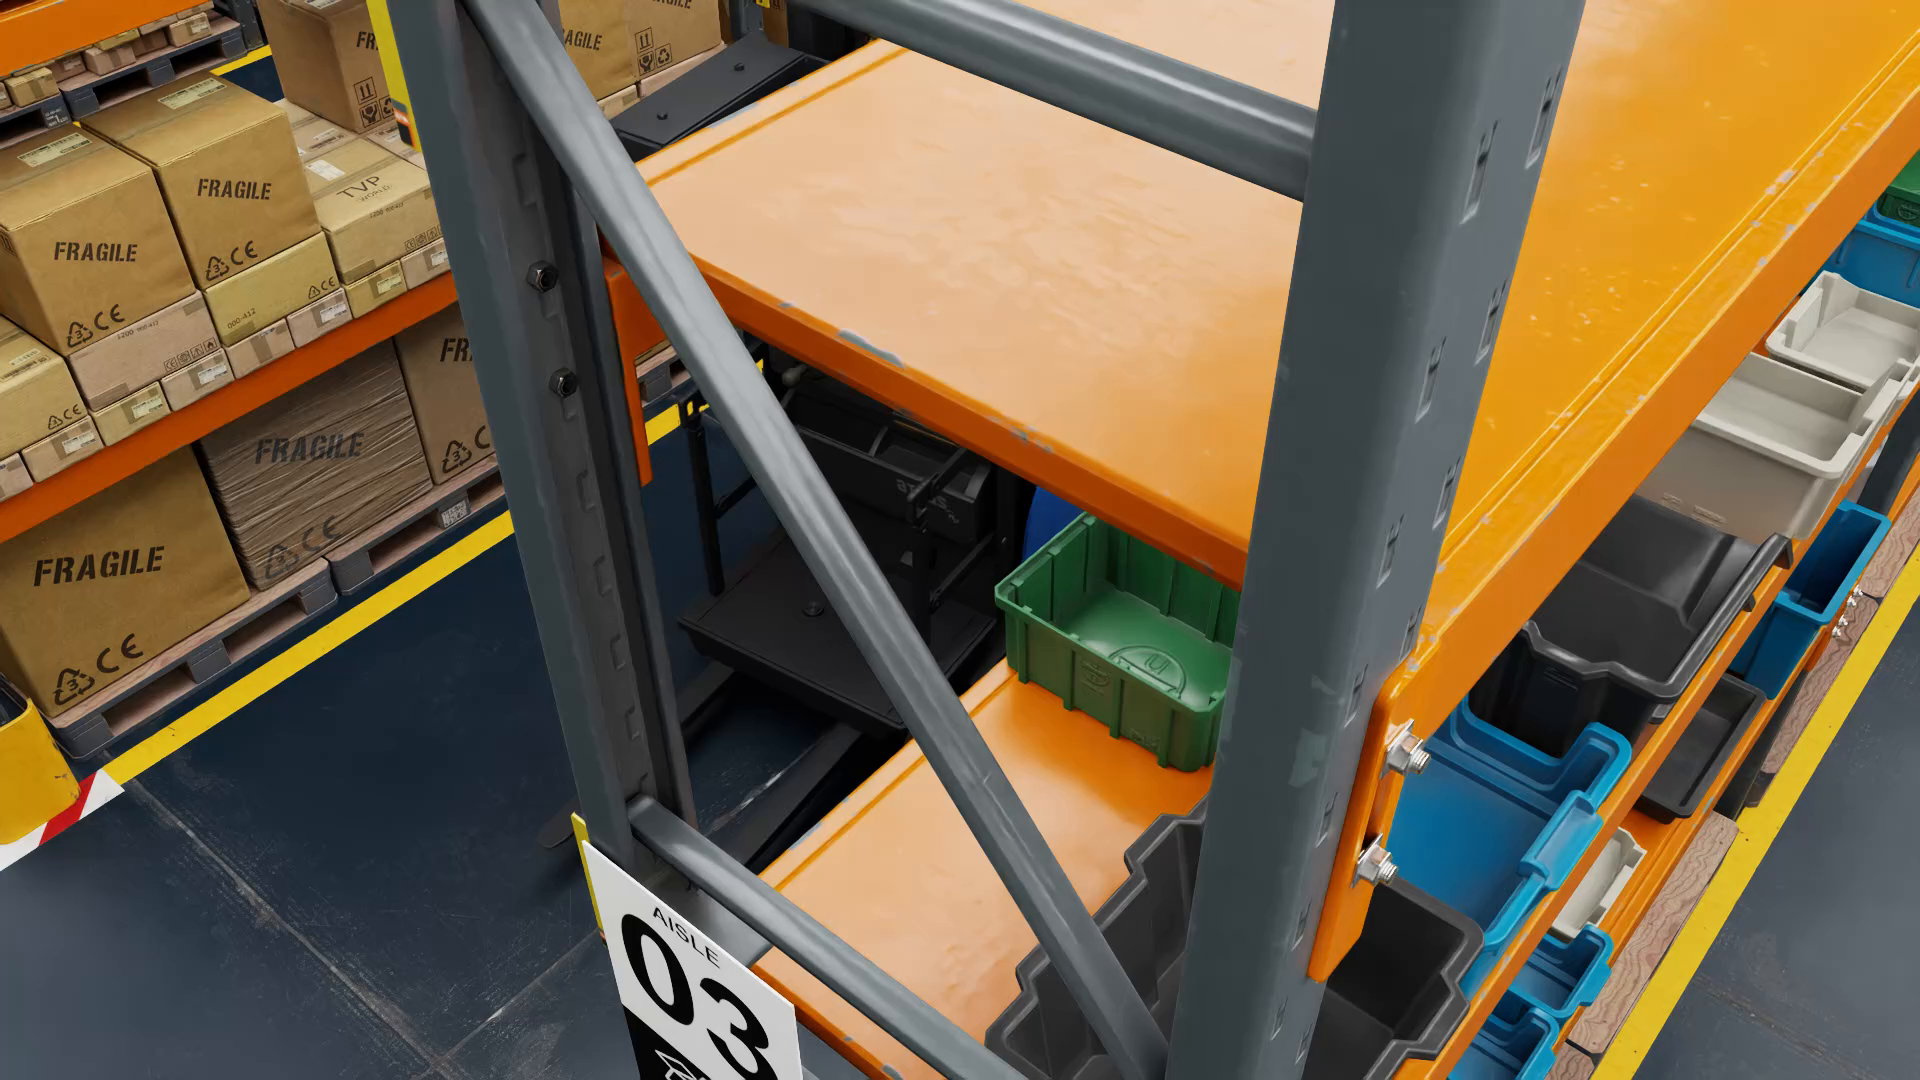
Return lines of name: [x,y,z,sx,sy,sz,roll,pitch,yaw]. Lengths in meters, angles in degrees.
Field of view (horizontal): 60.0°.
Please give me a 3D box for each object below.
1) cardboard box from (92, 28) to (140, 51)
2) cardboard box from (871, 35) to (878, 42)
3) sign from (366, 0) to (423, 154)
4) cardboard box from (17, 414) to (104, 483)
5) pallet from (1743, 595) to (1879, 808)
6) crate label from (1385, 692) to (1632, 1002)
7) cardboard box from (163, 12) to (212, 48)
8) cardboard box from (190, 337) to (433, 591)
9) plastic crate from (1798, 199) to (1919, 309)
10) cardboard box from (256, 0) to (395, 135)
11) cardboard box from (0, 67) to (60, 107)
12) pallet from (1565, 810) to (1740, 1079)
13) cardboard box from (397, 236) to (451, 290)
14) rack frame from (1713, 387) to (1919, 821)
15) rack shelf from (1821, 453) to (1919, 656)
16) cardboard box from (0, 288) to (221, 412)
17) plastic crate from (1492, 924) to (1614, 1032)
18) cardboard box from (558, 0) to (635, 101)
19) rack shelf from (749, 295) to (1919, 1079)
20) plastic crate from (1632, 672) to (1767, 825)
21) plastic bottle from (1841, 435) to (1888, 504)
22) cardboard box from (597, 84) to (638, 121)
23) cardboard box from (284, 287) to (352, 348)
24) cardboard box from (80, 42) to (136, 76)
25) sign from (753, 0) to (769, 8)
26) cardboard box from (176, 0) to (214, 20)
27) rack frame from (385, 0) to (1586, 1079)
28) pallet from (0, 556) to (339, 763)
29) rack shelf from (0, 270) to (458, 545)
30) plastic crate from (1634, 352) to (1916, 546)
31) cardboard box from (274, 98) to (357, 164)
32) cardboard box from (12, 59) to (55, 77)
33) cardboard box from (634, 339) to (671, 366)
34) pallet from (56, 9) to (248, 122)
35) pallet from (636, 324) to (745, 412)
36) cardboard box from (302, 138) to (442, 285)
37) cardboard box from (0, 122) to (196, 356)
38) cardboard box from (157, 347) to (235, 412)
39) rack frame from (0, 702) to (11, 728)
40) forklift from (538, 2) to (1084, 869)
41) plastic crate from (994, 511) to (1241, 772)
cardboard box: [-5.318,-3.191,10.298,0.380,0.149,0.250,28,49,27]
cardboard box: [-0.493,-2.796,8.203,0.500,0.500,0.500,30,50,29]
sign: [-0.518,-0.497,1.529,0.100,0.325,0.005,29,50,28]
cardboard box: [-3.232,-0.391,5.819,0.380,0.149,0.250,29,50,28]
pallet: [3.016,0.426,6.807,1.003,0.211,1.213,29,50,28]
crate label: [0.755,0.443,2.596,0.408,0.251,0.502,29,50,28]
cardboard box: [-5.026,-3.321,10.662,0.380,0.149,0.250,30,50,29]
cardboard box: [-2.941,-0.513,7.034,0.875,0.875,0.875,29,50,28]
plastic crate: [2.146,-0.667,3.831,0.416,0.233,0.300,29,50,28]
cardboard box: [-2.461,-2.047,6.787,0.500,0.500,0.500,28,49,27]
cardboard box: [-5.692,-2.788,10.076,0.380,0.149,0.250,29,50,28]
pallet: [2.044,1.201,5.955,1.003,0.211,1.213,29,50,28]
cardboard box: [-2.240,-1.187,6.694,0.380,0.149,0.250,30,50,29]
rack frame: [2.488,-0.226,5.452,1.000,3.000,0.127,29,50,28]
rack shelf: [3.775,-0.990,6.826,1.077,0.370,4.000,29,50,28]
cardboard box: [-3.032,-0.767,5.936,0.500,0.250,0.500,29,50,28]
plastic crate: [1.365,1.056,4.121,0.416,0.233,0.300,29,50,28]
cardboard box: [-1.720,-2.094,6.839,0.500,0.500,0.500,30,50,29]
rack shelf: [1.201,-0.040,3.552,1.077,0.370,4.000,29,50,28]
plastic crate: [1.973,0.546,4.762,0.437,0.125,0.590,29,50,28]
plastic bottle: [2.988,-0.270,5.536,0.144,0.351,0.185,29,50,28]
cardboard box: [-1.718,-1.817,7.091,0.500,0.250,0.500,31,51,30]
cardboard box: [-2.571,-0.921,6.403,0.380,0.149,0.250,29,50,28]
cardboard box: [-5.378,-3.060,10.375,0.380,0.149,0.250,28,49,27]
sign: [-0.877,-2.481,7.229,0.100,0.325,0.005,29,50,28]
cardboard box: [-4.994,-3.481,10.617,0.380,0.149,0.250,31,50,29]
rack frame: [-0.087,-0.386,1.168,1.000,3.000,0.127,29,50,28]
pallet: [-3.423,0.275,6.973,1.003,0.211,1.213,29,50,28]
rack shelf: [-2.590,-1.075,6.919,1.077,0.370,4.000,29,50,28]
plastic crate: [1.576,-0.240,3.325,0.437,0.282,0.530,29,50,28]
cardboard box: [-2.782,-1.523,6.768,0.500,0.250,0.500,30,50,29]
cardboard box: [-5.703,-2.964,10.049,0.380,0.149,0.250,31,51,29]
cardboard box: [-1.789,-1.435,8.048,0.875,0.875,0.875,29,50,28]
pallet: [-5.440,-3.177,10.770,1.003,0.211,1.213,29,50,28]
pallet: [-1.853,-0.981,8.355,1.003,0.211,1.213,29,50,28]
cardboard box: [-2.375,-1.295,6.517,0.500,0.250,0.500,29,49,28]
cardboard box: [-3.040,-1.031,5.669,0.500,0.500,0.500,28,49,28]
cardboard box: [-2.901,-0.658,6.113,0.380,0.149,0.250,29,50,28]
rack frame: [-3.878,-0.311,5.545,1.000,3.000,0.127,29,50,28]
forklift: [-0.414,-0.584,5.895,1.130,2.935,3.031,23,47,23]
plastic crate: [0.330,0.170,2.943,0.450,0.188,0.336,29,50,28]
